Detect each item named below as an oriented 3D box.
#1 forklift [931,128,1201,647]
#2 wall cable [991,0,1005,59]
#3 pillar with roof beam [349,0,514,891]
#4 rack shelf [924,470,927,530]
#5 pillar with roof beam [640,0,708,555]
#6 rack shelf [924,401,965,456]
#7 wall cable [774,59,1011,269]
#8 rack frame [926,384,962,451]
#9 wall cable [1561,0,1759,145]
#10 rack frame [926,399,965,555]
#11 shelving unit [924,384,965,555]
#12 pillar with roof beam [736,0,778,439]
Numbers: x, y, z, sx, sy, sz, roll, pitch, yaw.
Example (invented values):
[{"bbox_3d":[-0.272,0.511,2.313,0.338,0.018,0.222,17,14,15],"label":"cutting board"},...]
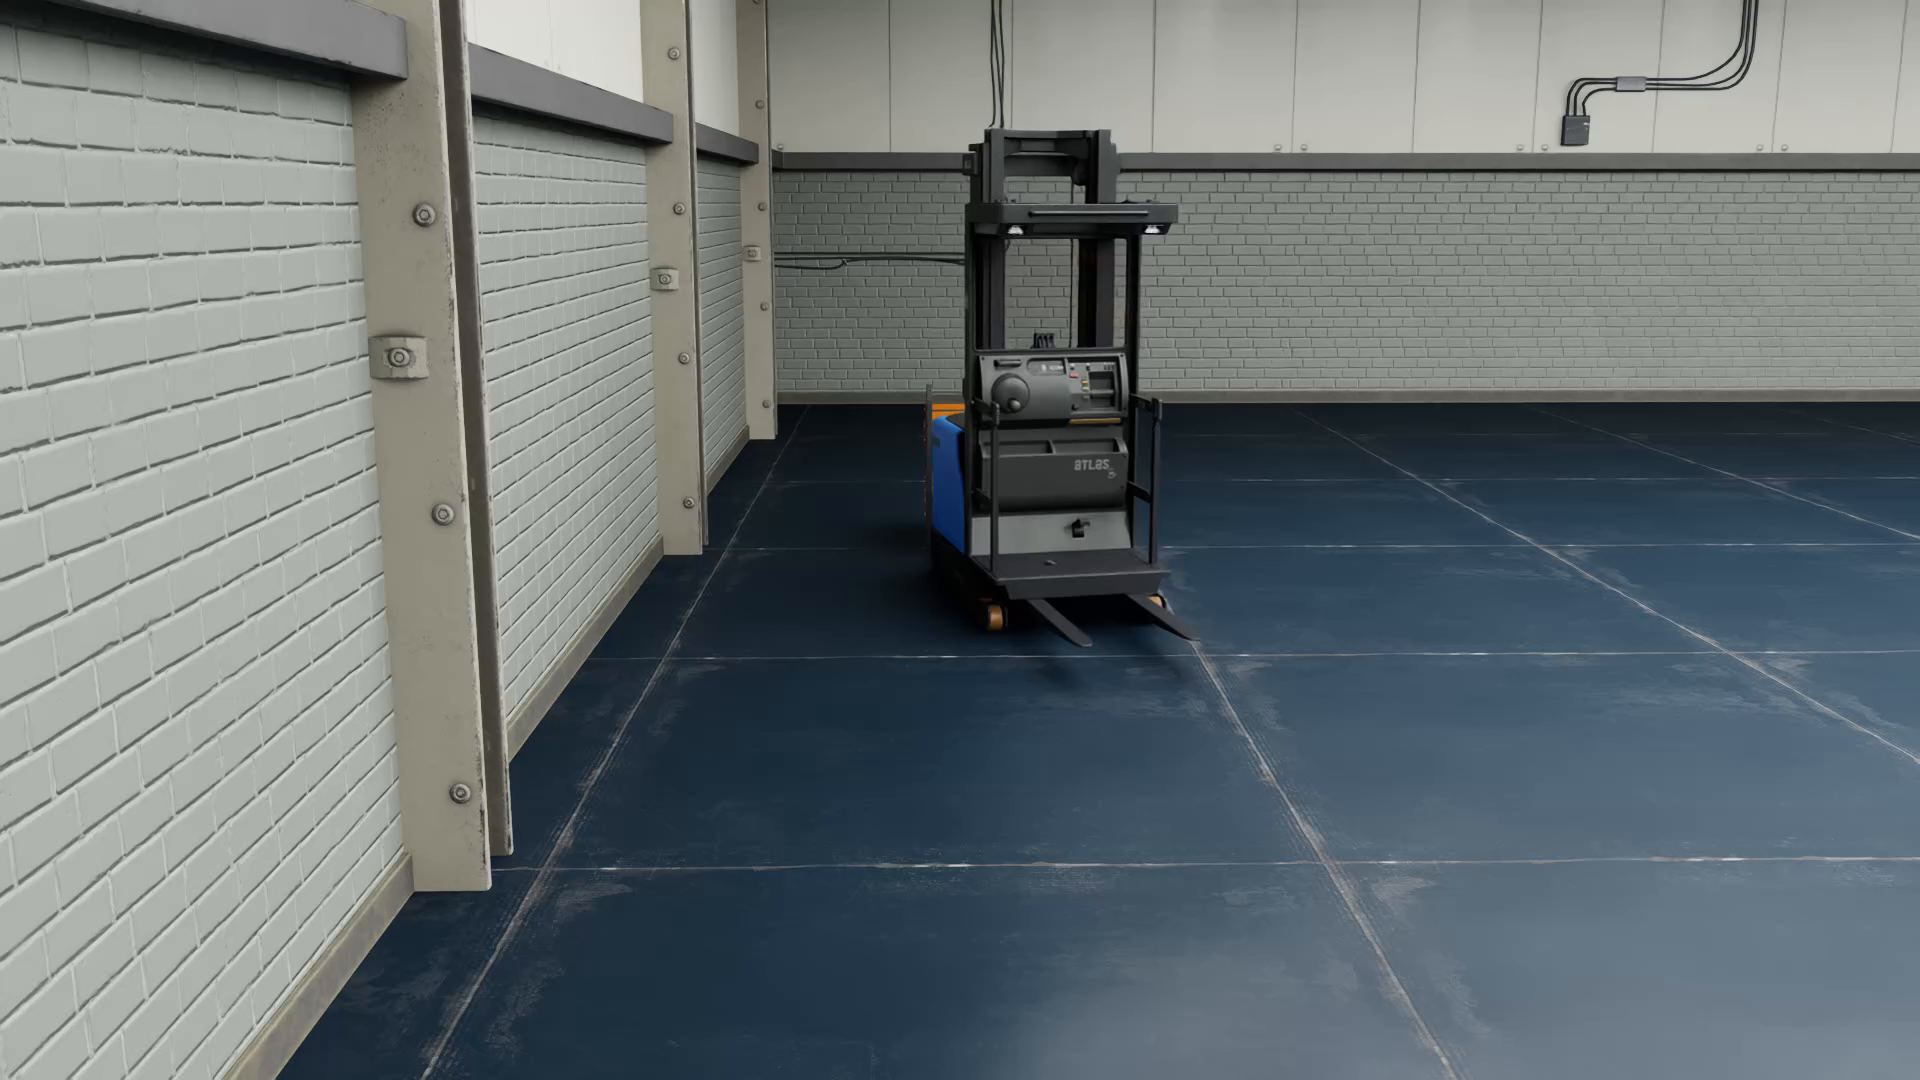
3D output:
[{"bbox_3d":[0.624,-0.971,9.974,1.130,2.935,3.031,-3,12,-13],"label":"forklift"},{"bbox_3d":[1.811,-7.091,19.988,3.097,2.526,0.112,0,11,-1],"label":"wall cable"},{"bbox_3d":[2.397,-3.168,5.543,9.100,9.000,0.400,0,11,-1],"label":"pillar with roof beam"},{"bbox_3d":[0.000,-0.310,12.489,0.538,0.278,1.000,0,11,-1],"label":"rack shelf"},{"bbox_3d":[2.273,-4.361,11.422,9.100,9.000,0.400,0,11,-1],"label":"pillar with roof beam"},{"bbox_3d":[0.000,-0.837,12.382,0.538,0.278,1.000,0,11,-1],"label":"rack shelf"},{"bbox_3d":[-0.894,-4.605,20.436,3.097,2.526,0.112,0,11,-1],"label":"wall cable"},{"bbox_3d":[-0.010,-0.651,12.939,0.500,1.125,0.032,0,11,-1],"label":"rack frame"},{"bbox_3d":[8.598,-7.830,19.966,2.305,6.003,0.169,0,11,-1],"label":"wall cable"},{"bbox_3d":[0.011,-0.449,11.943,0.500,1.125,0.032,0,11,-1],"label":"rack frame"},{"bbox_3d":[0.000,-0.550,12.441,0.538,1.125,1.048,0,11,-1],"label":"shelving unit"},{"bbox_3d":[2.149,-5.554,17.301,9.100,9.000,0.400,0,11,-1],"label":"pillar with roof beam"}]
